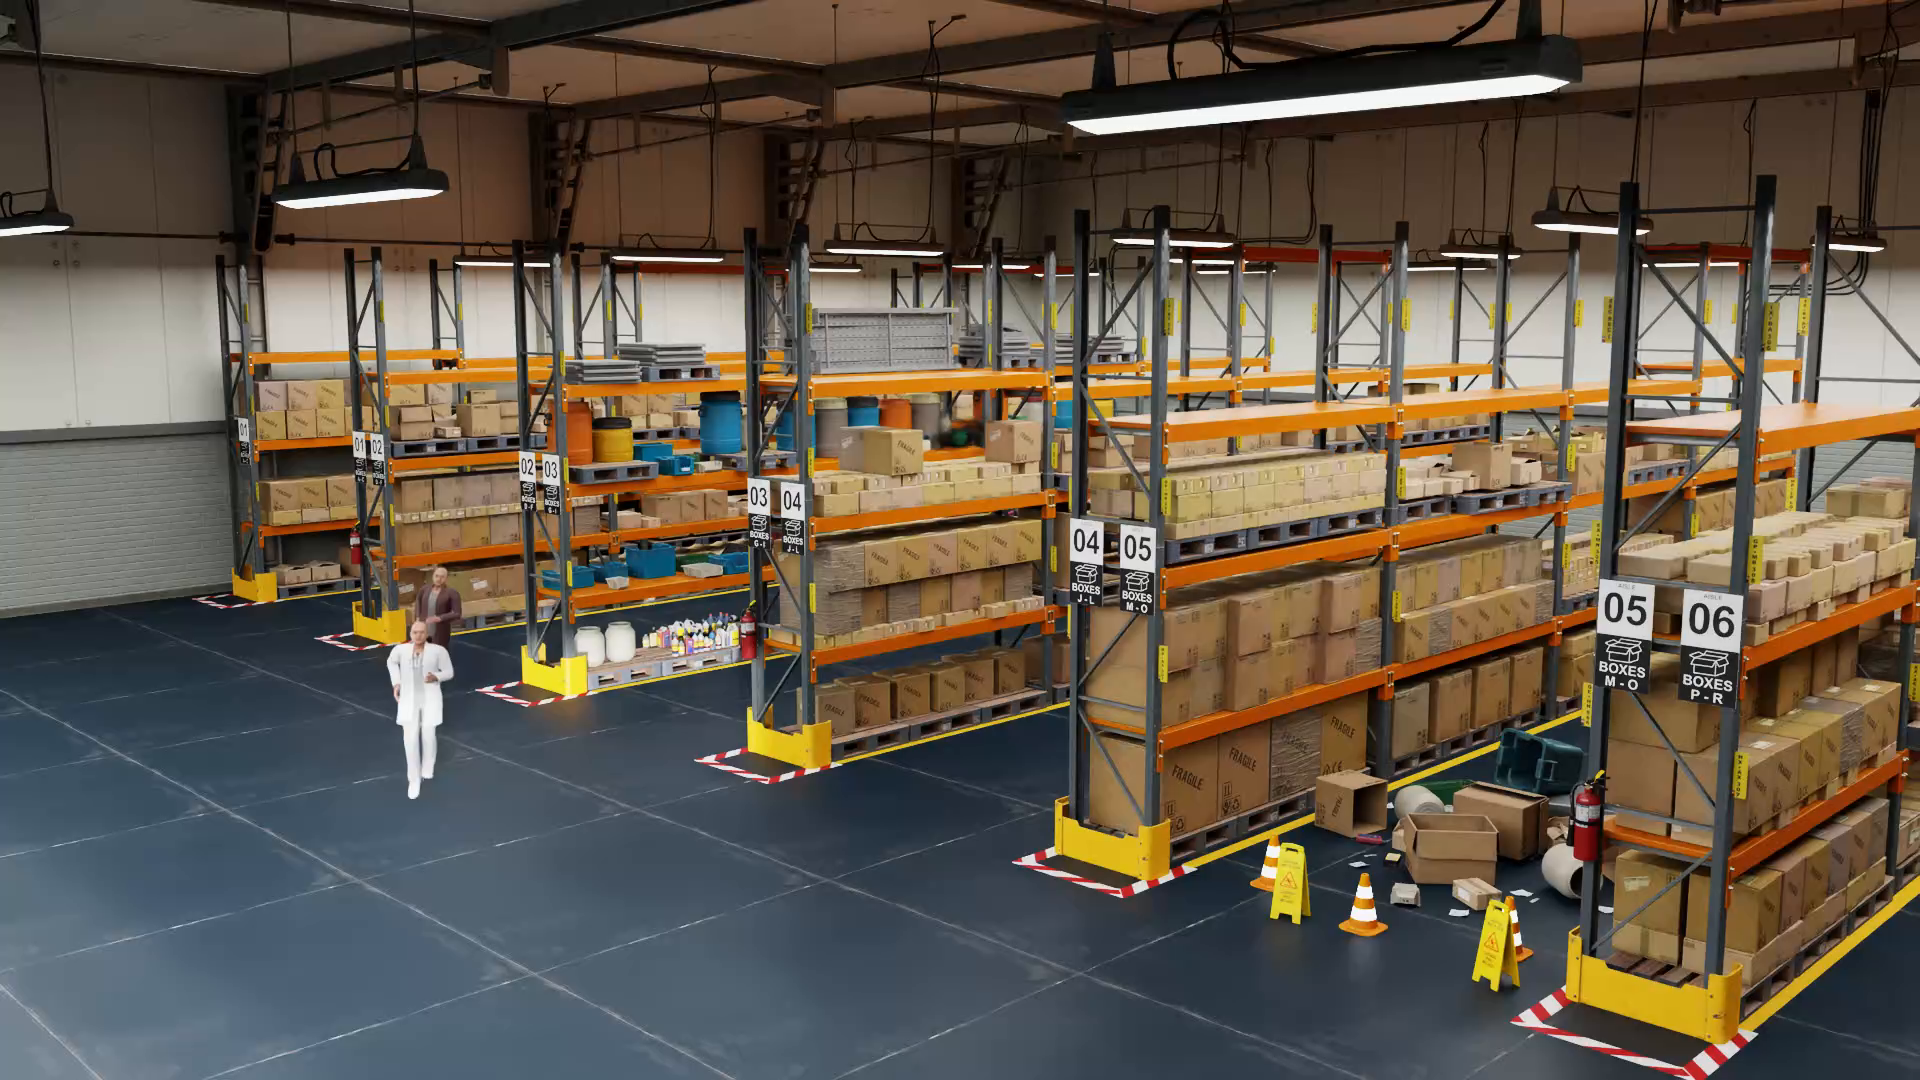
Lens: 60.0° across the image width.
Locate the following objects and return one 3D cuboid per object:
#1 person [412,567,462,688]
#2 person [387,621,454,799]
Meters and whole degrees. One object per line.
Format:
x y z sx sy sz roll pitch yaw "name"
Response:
-6.806 1.253 21.668 0.687 1.816 0.760 0 8 -3 "person"
-5.766 1.778 17.818 0.688 1.834 0.890 -2 8 -16 "person"
